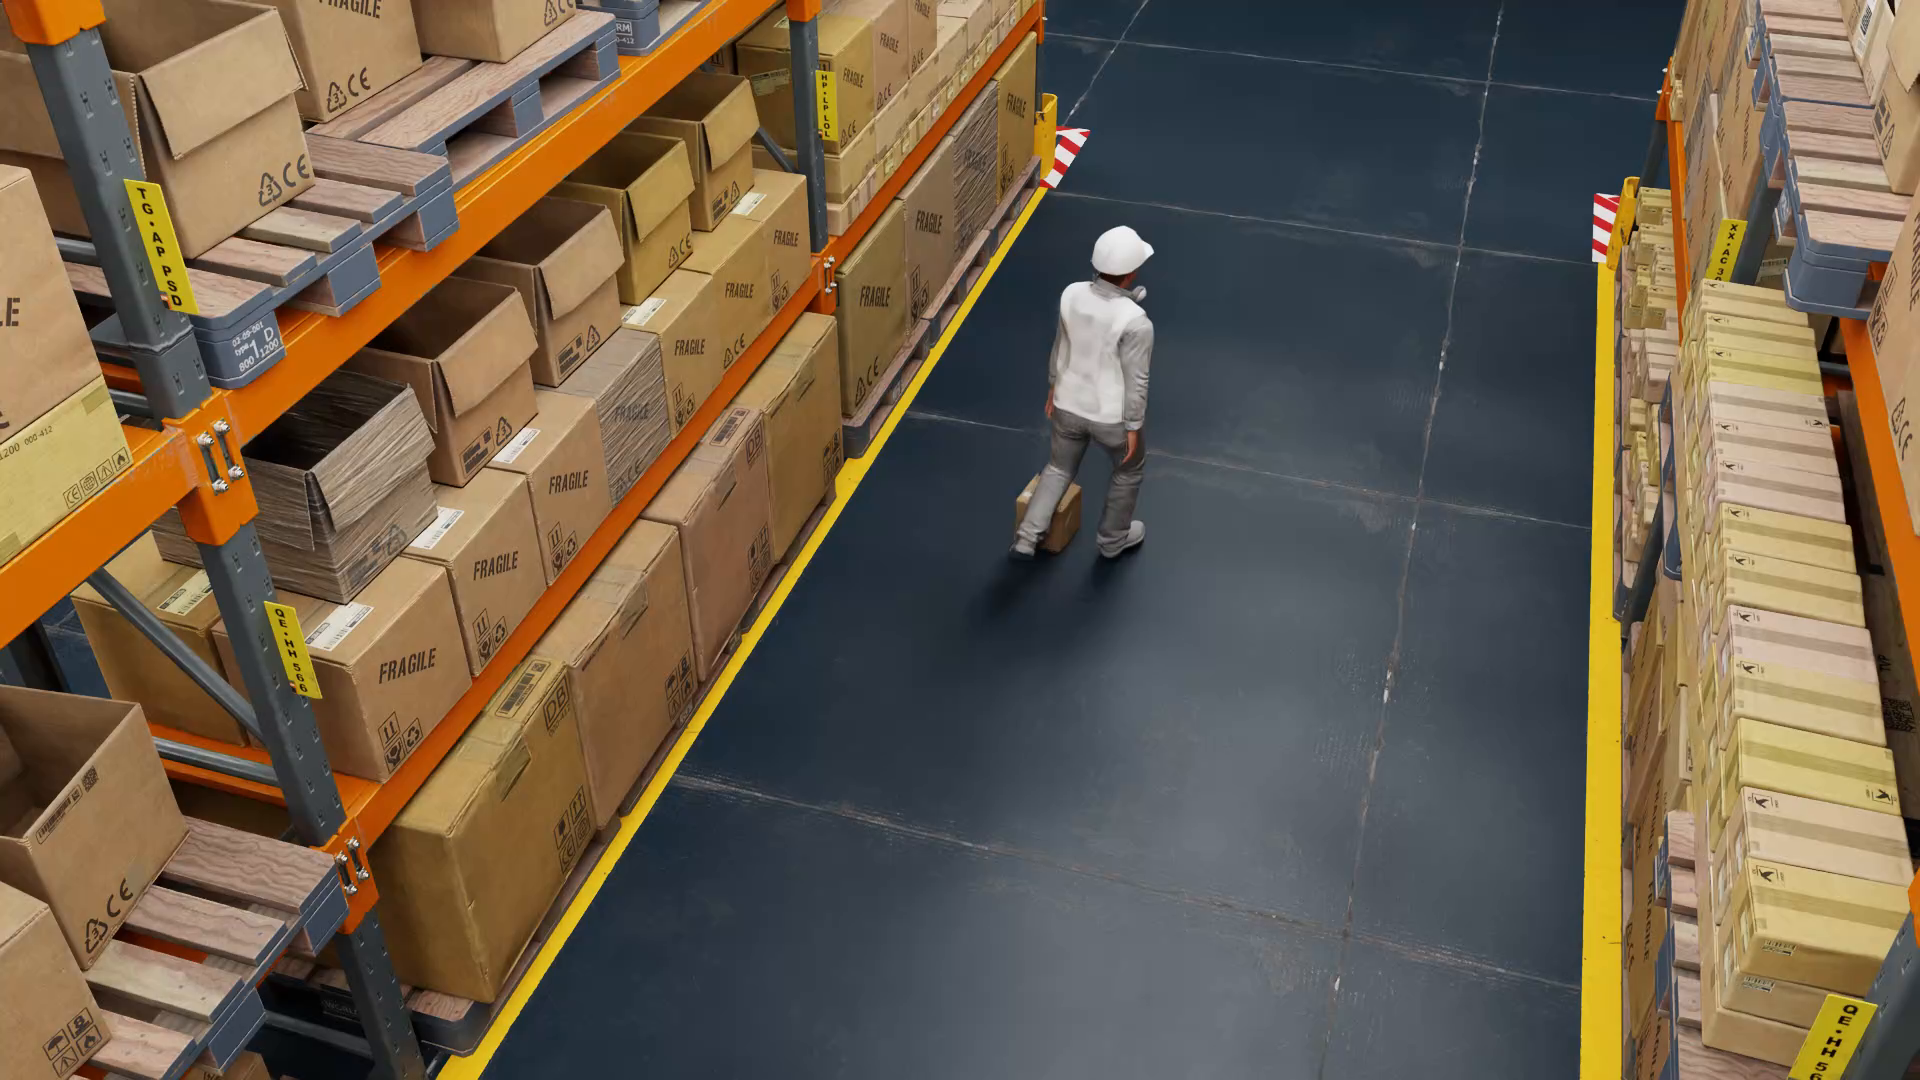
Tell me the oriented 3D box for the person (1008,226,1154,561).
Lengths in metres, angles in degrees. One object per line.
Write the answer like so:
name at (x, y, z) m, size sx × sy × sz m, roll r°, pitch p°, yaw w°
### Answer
person at (0.577, -0.594, 7.657) m, size 0.570 × 1.737 × 0.799 m, roll 25°, pitch 44°, yaw 30°
